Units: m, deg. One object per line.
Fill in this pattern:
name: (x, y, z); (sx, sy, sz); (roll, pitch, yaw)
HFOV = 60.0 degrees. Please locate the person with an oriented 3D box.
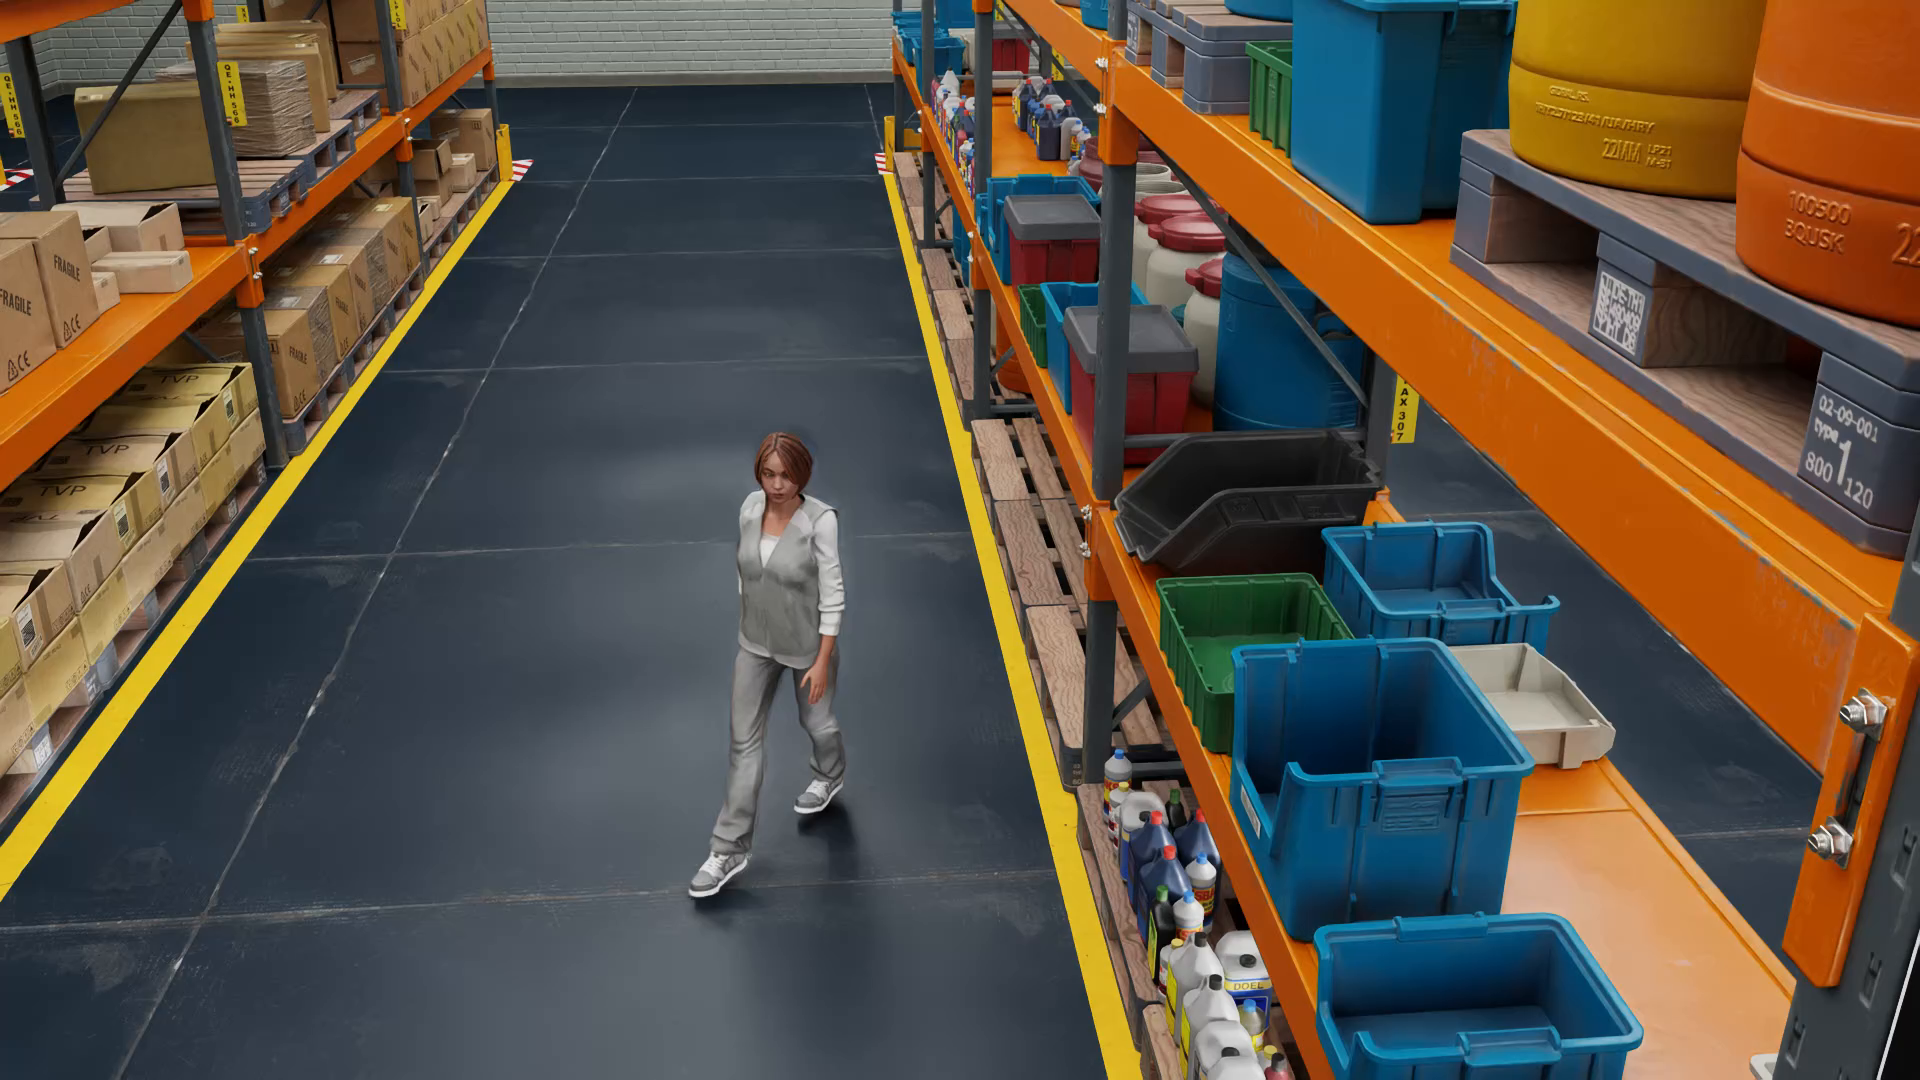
person: (-0.622, 0.389, 5.706); (0.462, 1.556, 0.882); (8, 25, 18)
